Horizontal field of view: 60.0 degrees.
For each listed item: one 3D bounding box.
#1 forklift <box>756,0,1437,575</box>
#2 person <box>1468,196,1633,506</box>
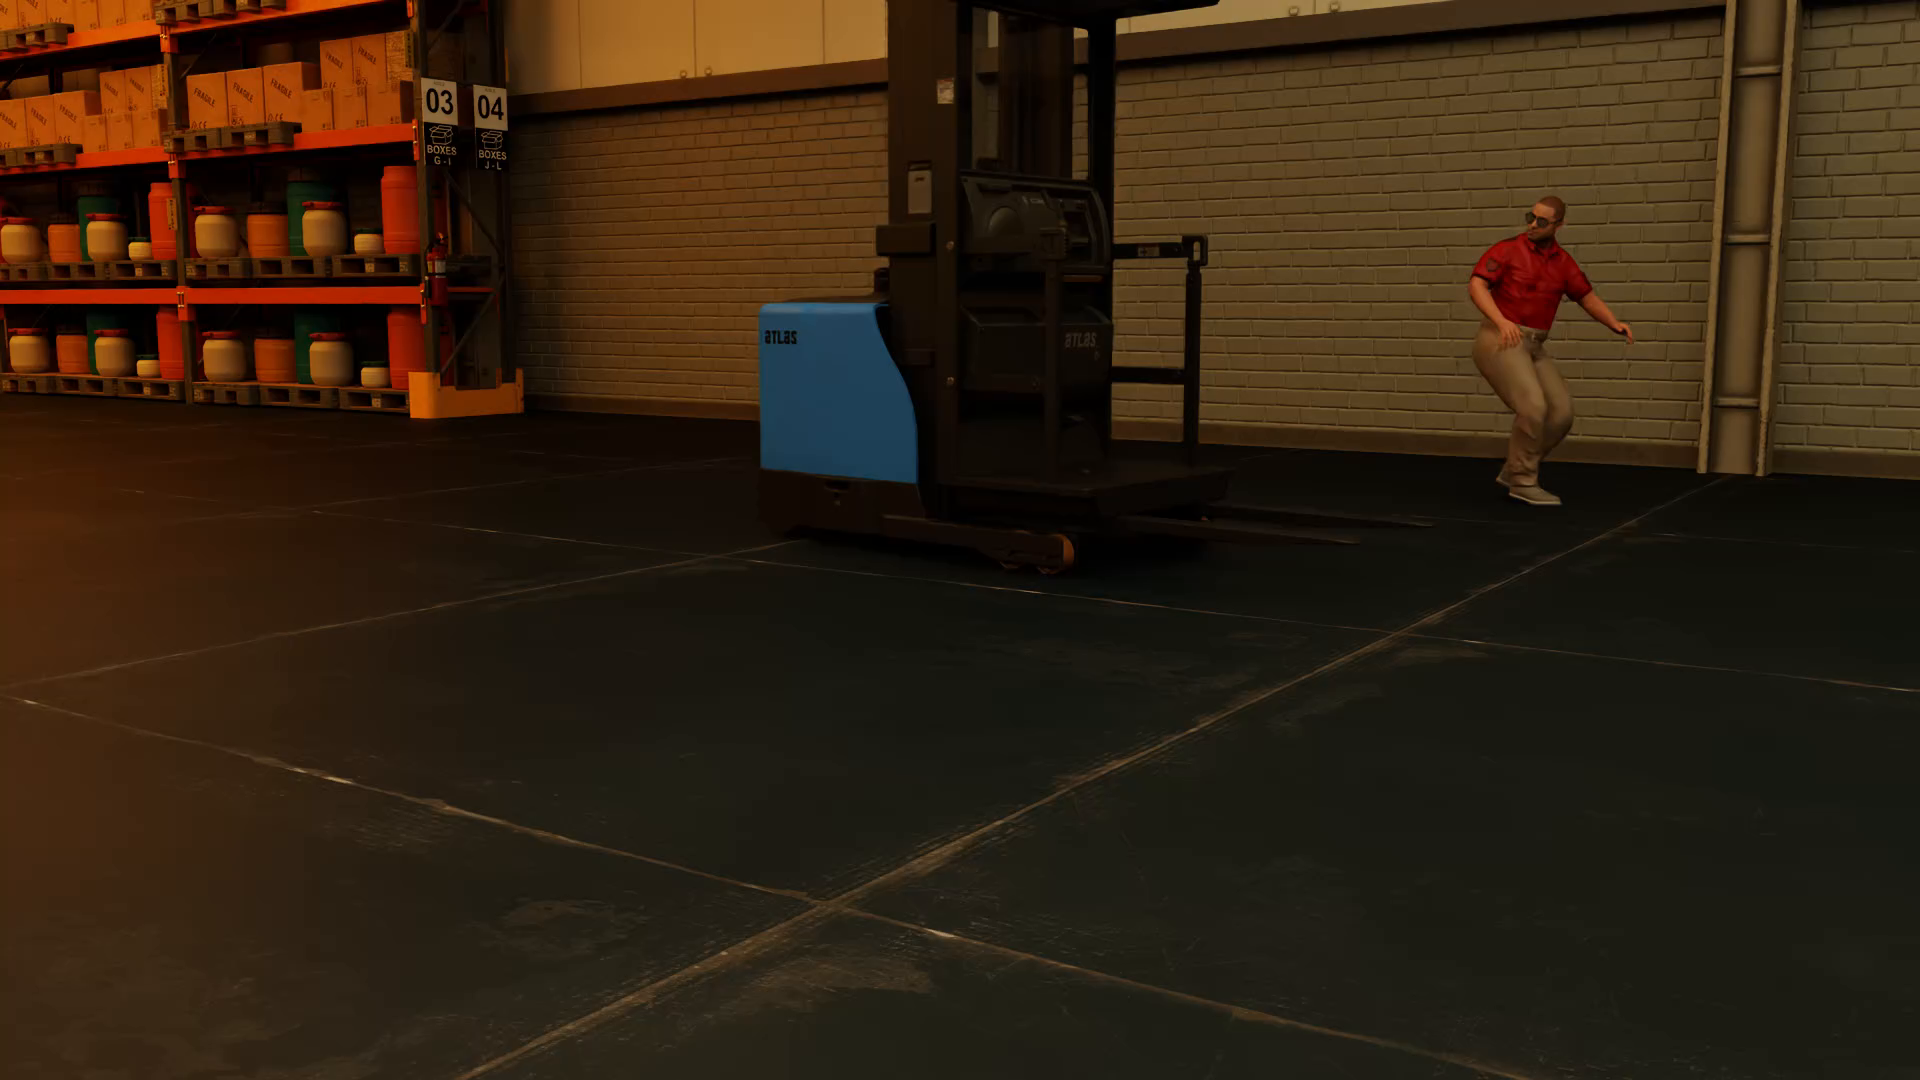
[{"bbox_3d":[0.491,-1.394,6.997,3.031,2.935,1.130,7,11,41],"label":"forklift"},{"bbox_3d":[3.145,-1.003,8.920,0.800,1.660,0.723,-5,10,-33],"label":"person"}]
